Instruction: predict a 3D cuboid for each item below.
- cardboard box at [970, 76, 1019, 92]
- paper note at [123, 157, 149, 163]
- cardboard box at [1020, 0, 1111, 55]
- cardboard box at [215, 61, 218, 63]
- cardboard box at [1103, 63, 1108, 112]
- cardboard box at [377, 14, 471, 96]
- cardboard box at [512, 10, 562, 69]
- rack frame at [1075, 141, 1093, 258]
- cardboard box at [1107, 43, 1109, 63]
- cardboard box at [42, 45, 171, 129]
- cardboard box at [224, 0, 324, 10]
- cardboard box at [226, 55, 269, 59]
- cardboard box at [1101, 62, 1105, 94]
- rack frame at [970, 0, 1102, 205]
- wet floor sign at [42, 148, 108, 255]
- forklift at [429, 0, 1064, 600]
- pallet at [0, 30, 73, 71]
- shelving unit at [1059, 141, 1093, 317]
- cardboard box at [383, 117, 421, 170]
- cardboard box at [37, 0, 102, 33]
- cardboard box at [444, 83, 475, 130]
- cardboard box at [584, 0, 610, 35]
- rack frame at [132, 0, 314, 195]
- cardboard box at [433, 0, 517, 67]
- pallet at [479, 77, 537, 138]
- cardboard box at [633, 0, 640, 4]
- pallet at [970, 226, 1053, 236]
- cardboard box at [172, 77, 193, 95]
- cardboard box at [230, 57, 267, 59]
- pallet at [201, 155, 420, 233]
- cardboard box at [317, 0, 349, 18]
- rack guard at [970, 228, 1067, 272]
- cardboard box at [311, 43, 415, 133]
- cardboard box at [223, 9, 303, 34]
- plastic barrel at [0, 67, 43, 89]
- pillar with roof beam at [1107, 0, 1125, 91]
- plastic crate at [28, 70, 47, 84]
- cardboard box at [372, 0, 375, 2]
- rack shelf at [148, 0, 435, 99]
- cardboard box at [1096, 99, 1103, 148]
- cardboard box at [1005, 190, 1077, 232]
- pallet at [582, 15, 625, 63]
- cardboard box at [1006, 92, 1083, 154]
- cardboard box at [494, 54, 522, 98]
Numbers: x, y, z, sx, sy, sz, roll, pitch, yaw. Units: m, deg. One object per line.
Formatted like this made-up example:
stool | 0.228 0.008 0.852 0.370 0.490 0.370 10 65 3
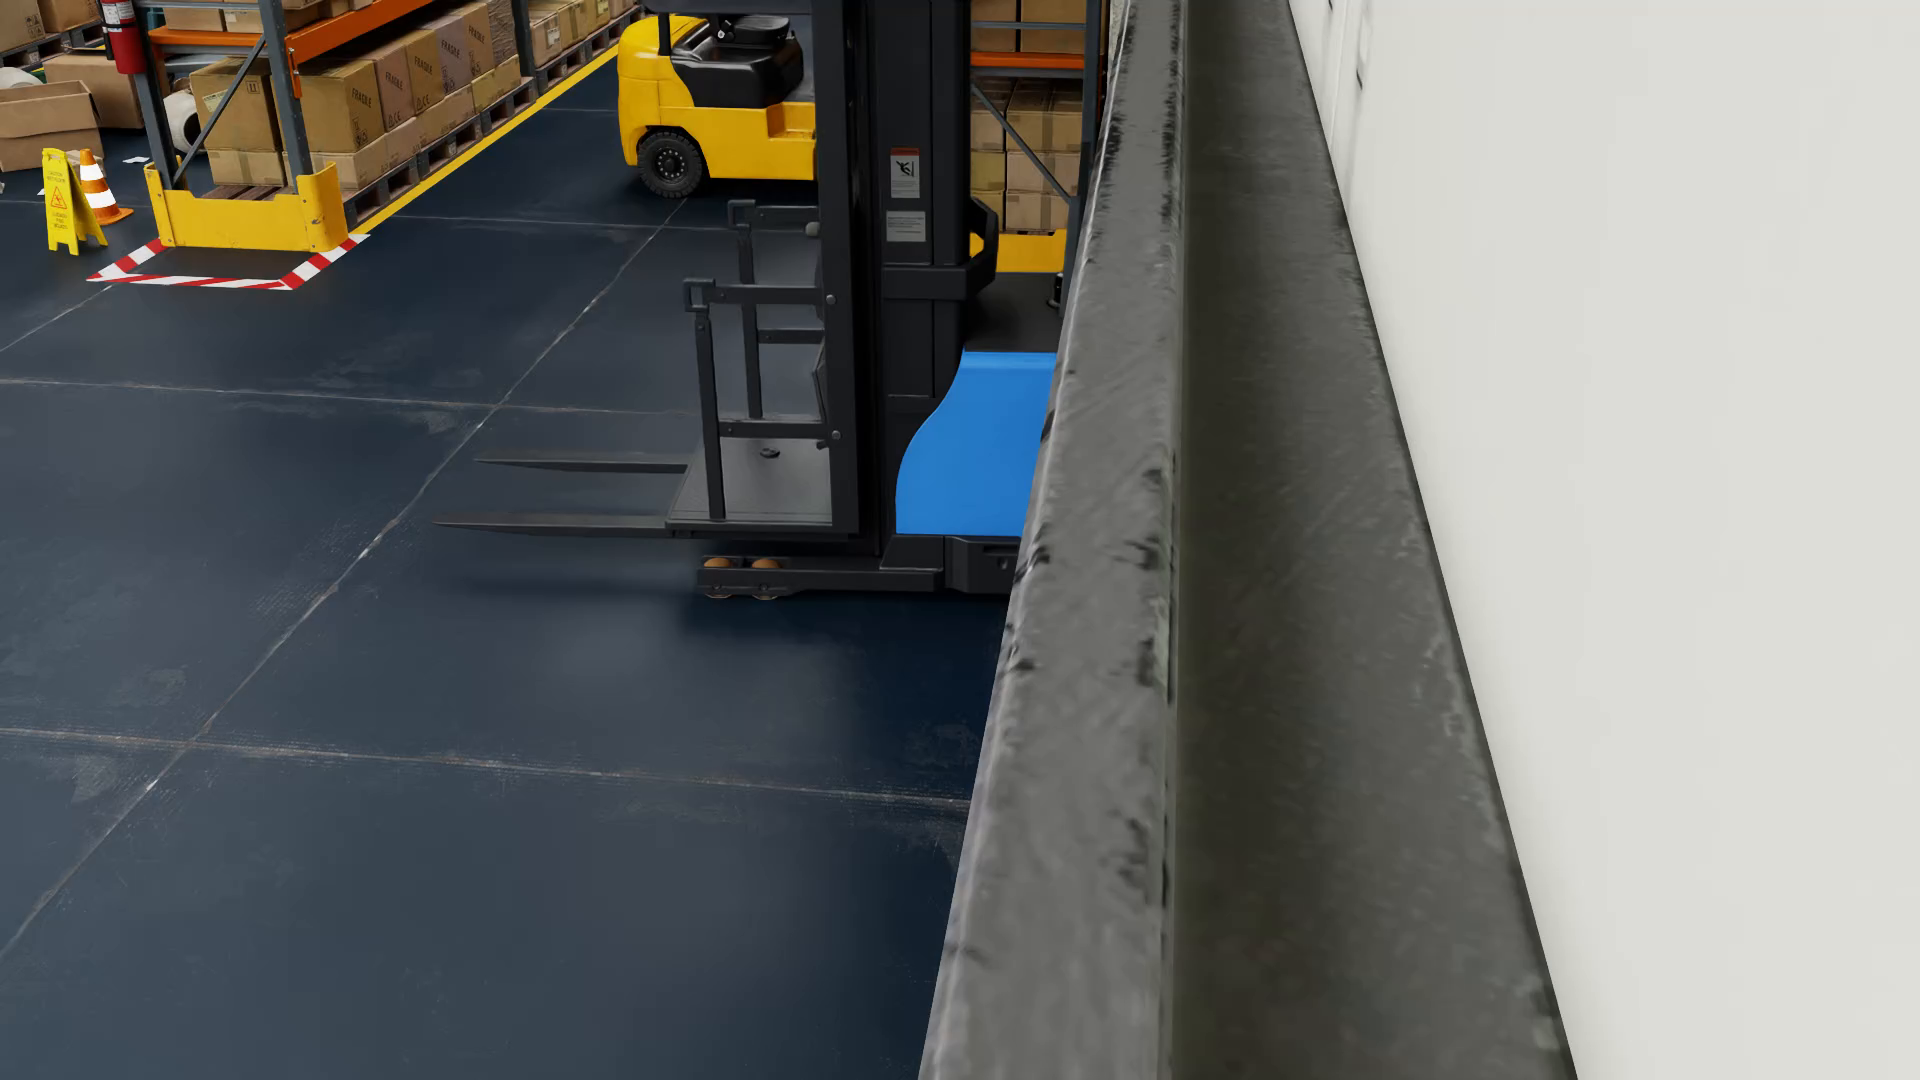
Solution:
cardboard box | 0.112 -2.845 10.771 0.500 0.250 0.500 4 29 7
paper note | -6.225 -2.882 12.579 0.148 0.019 0.142 14 31 24
cardboard box | 0.644 -3.216 9.952 0.500 0.500 0.500 4 29 8
cardboard box | -5.610 -3.600 13.403 0.500 0.500 0.500 -24 36 -37
cardboard box | 0.831 -3.310 12.161 0.500 0.250 0.500 3 28 6
cardboard box | -4.057 -3.655 12.538 0.500 0.500 0.500 5 29 9
cardboard box | -4.067 -4.400 14.582 0.950 0.372 0.625 4 29 7
rack frame | 0.734 -1.041 7.584 0.500 1.500 0.032 6 25 4
cardboard box | 0.883 -3.770 12.488 0.500 0.250 0.500 3 28 5
cardboard box | -6.810 -3.617 13.291 0.797 0.637 0.503 3 28 6
cardboard box | -4.285 -3.624 10.395 0.500 0.500 0.500 3 28 5
cardboard box | -4.801 -3.401 11.382 0.380 0.149 0.250 4 29 8
cardboard box | 0.754 -3.296 11.607 0.500 0.250 0.500 3 28 5
rack frame | 0.308 -2.955 9.573 1.000 3.000 0.127 3 28 6
wet floor sign | -5.704 -2.178 10.613 0.267 0.644 0.232 14 31 24
forklift | -0.683 -1.294 6.561 3.031 2.935 1.130 1 28 2
pallet | -9.034 -4.505 15.389 1.003 0.211 1.213 3 28 6
shelving unit | 0.679 -0.831 7.134 0.587 1.500 1.083 6 25 4
cardboard box | -4.175 -2.820 11.778 0.500 0.250 0.500 4 29 8
cardboard box | -8.945 -5.311 15.874 1.050 0.750 0.750 3 28 6
cardboard box | -4.056 -3.315 12.697 0.500 0.250 0.500 4 29 7
cardboard box | -3.899 -5.066 15.818 0.950 0.372 0.625 4 29 8
rack frame | -4.619 -3.242 10.105 1.000 3.000 0.127 3 28 6
cardboard box | -3.935 -4.135 13.429 0.500 0.500 0.500 3 28 5
pallet | -4.176 -3.579 13.671 1.003 0.211 1.213 3 28 6
cardboard box | -3.718 -5.770 17.126 0.950 0.372 0.625 1 28 3
pallet | 0.360 -2.090 10.907 1.003 0.211 1.213 3 28 6
cardboard box | -6.359 -3.662 13.768 0.258 0.266 0.396 -17 33 -29
cardboard box | -4.719 -3.185 11.664 0.500 0.500 0.500 4 29 8
pallet | -4.475 -2.430 11.539 1.003 0.211 1.213 3 28 6
cardboard box | -4.242 -3.519 10.884 0.380 0.149 0.250 2 28 5
rack guard | 0.305 -1.843 10.145 1.175 0.500 0.348 3 28 6
cardboard box | -4.183 -3.168 11.633 0.500 0.500 0.500 2 28 4
cardboard box | -4.372 -3.279 10.439 0.380 0.149 0.250 3 29 6
plastic barrel | -7.670 -3.608 13.500 0.421 0.421 0.512 -24 36 -37
pillar with roof beam | -3.720 -3.298 3.883 9.100 9.000 0.400 3 28 6
plastic crate | -7.775 -3.994 14.406 0.450 0.188 0.662 9 28 37
cardboard box | -4.167 -3.760 11.331 0.380 0.149 0.250 4 29 8
rack shelf | -4.374 -3.867 12.023 1.077 0.370 4.000 3 28 6
cardboard box | 0.698 -2.838 11.284 0.500 0.250 0.500 4 29 7
cardboard box | 0.562 -2.149 10.533 0.500 0.250 0.500 3 29 6
pallet | -3.888 -4.840 16.011 1.003 0.211 1.213 3 28 6
cardboard box | 0.555 -2.585 10.288 0.500 0.250 0.500 3 28 5
cardboard box | -3.934 -3.805 13.607 0.500 0.250 0.500 5 29 9
